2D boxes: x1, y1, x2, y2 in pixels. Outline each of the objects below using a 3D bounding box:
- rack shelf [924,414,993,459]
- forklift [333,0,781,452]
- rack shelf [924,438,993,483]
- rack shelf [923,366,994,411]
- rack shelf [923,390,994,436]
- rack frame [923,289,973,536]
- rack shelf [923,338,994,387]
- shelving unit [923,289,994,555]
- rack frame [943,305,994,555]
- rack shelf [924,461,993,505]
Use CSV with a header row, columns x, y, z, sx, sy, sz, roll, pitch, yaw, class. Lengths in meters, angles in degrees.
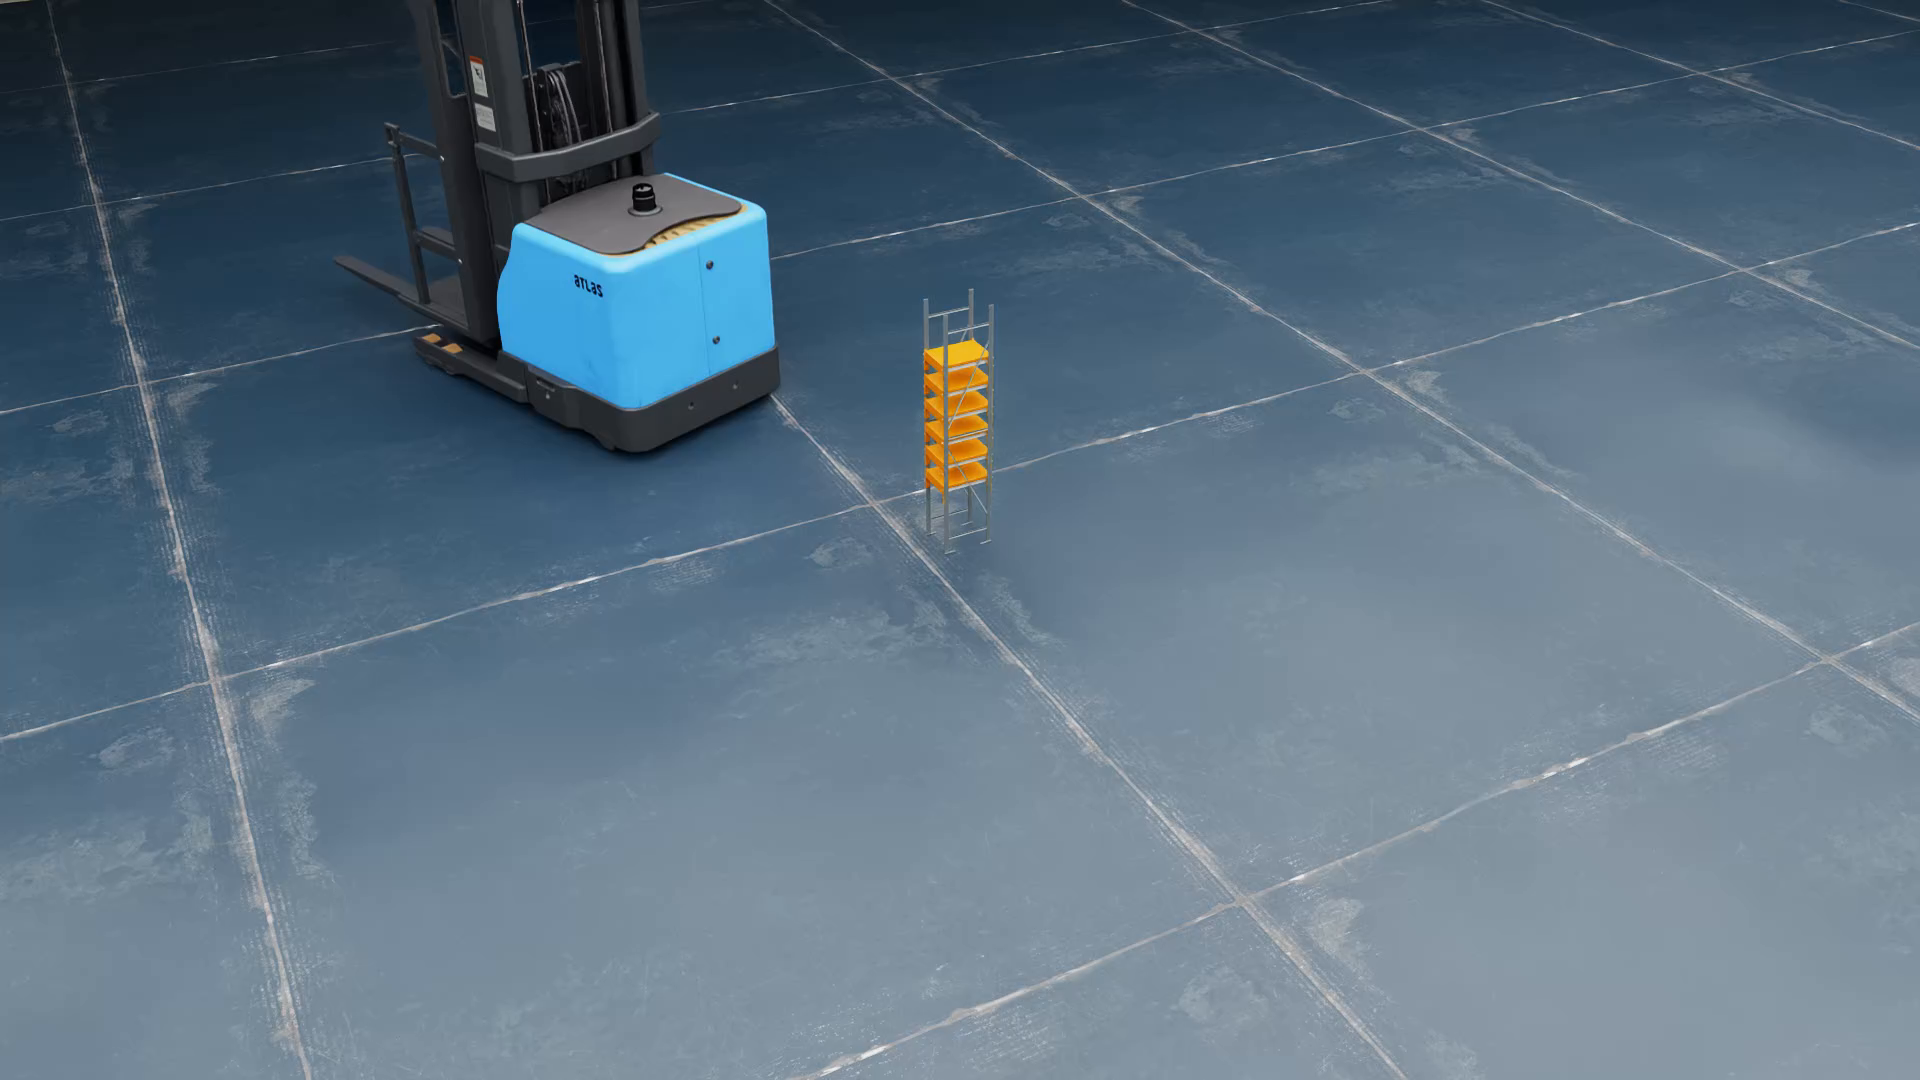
x,y,z,sx,sy,sz,roll,pitch,yaw,class
-0.007,-0.475,7.461,0.258,0.103,0.180,-16,36,-23,rack shelf
-2.405,-2.336,8.680,3.031,2.935,1.130,25,40,34,forklift
-0.007,-0.374,7.526,0.258,0.103,0.180,-16,36,-23,rack shelf
-0.007,-0.677,7.332,0.258,0.103,0.180,-16,36,-23,rack shelf
-0.007,-0.576,7.396,0.258,0.103,0.180,-16,36,-23,rack shelf
-0.049,-0.556,7.505,0.240,1.200,0.006,-16,36,-23,rack frame
-0.007,-0.778,7.267,0.258,0.103,0.180,-16,36,-23,rack shelf
-0.007,-0.512,7.437,0.258,1.200,0.189,-16,36,-23,shelving unit
0.036,-0.468,7.369,0.240,1.200,0.006,-16,36,-23,rack frame
-0.007,-0.273,7.591,0.258,0.103,0.180,-16,36,-23,rack shelf
